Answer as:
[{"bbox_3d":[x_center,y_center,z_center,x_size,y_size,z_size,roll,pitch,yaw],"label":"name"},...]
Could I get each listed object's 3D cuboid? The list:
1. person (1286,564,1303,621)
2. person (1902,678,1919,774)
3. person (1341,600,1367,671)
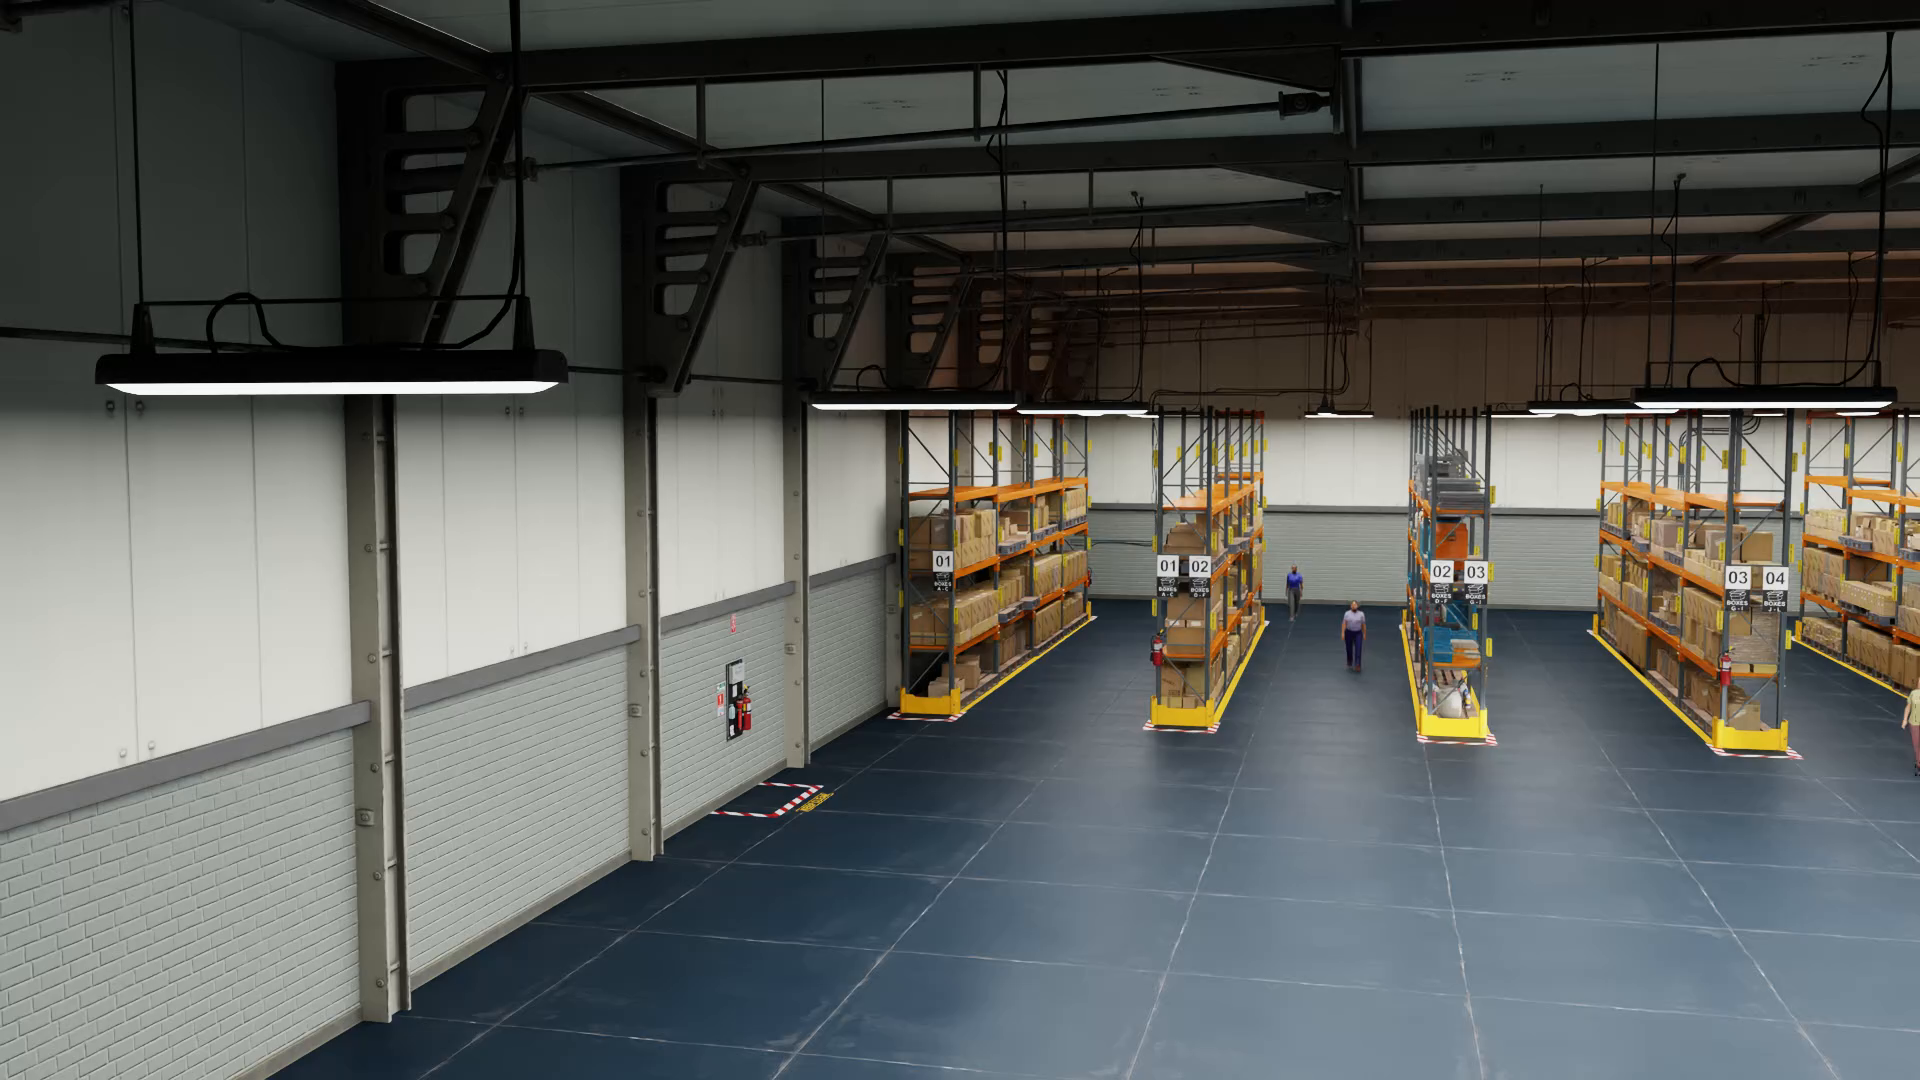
[{"bbox_3d":[9.597,1.487,47.652,0.446,1.588,1.047,0,4,5],"label":"person"},{"bbox_3d":[15.478,2.972,26.775,0.528,1.612,1.035,4,6,43],"label":"person"},{"bbox_3d":[9.052,2.178,38.193,0.566,1.584,1.053,1,4,12],"label":"person"}]
